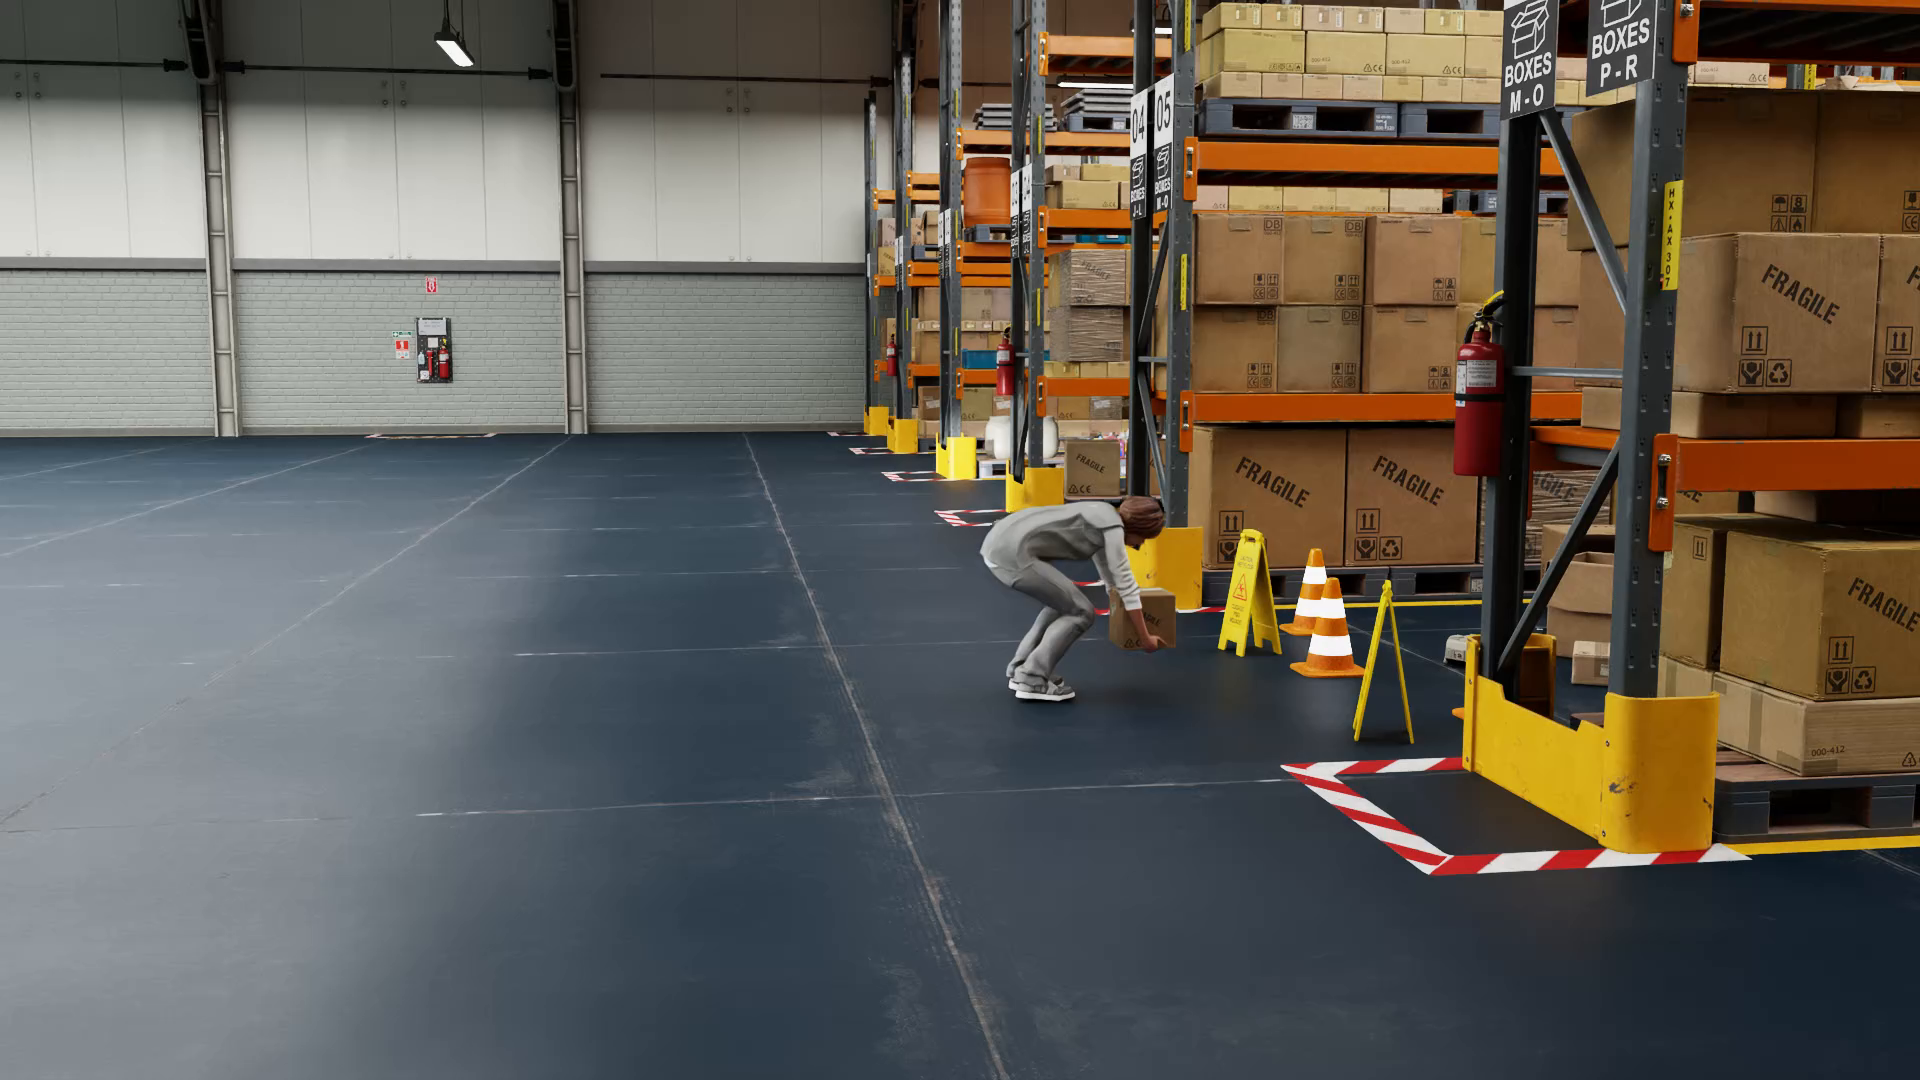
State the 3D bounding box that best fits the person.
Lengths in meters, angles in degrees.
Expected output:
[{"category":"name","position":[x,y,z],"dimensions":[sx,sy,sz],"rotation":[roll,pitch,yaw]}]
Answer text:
[{"category":"person","position":[0.517,0.270,7.627],"dimensions":[0.862,0.894,0.431],"rotation":[-1,7,-11]}]
